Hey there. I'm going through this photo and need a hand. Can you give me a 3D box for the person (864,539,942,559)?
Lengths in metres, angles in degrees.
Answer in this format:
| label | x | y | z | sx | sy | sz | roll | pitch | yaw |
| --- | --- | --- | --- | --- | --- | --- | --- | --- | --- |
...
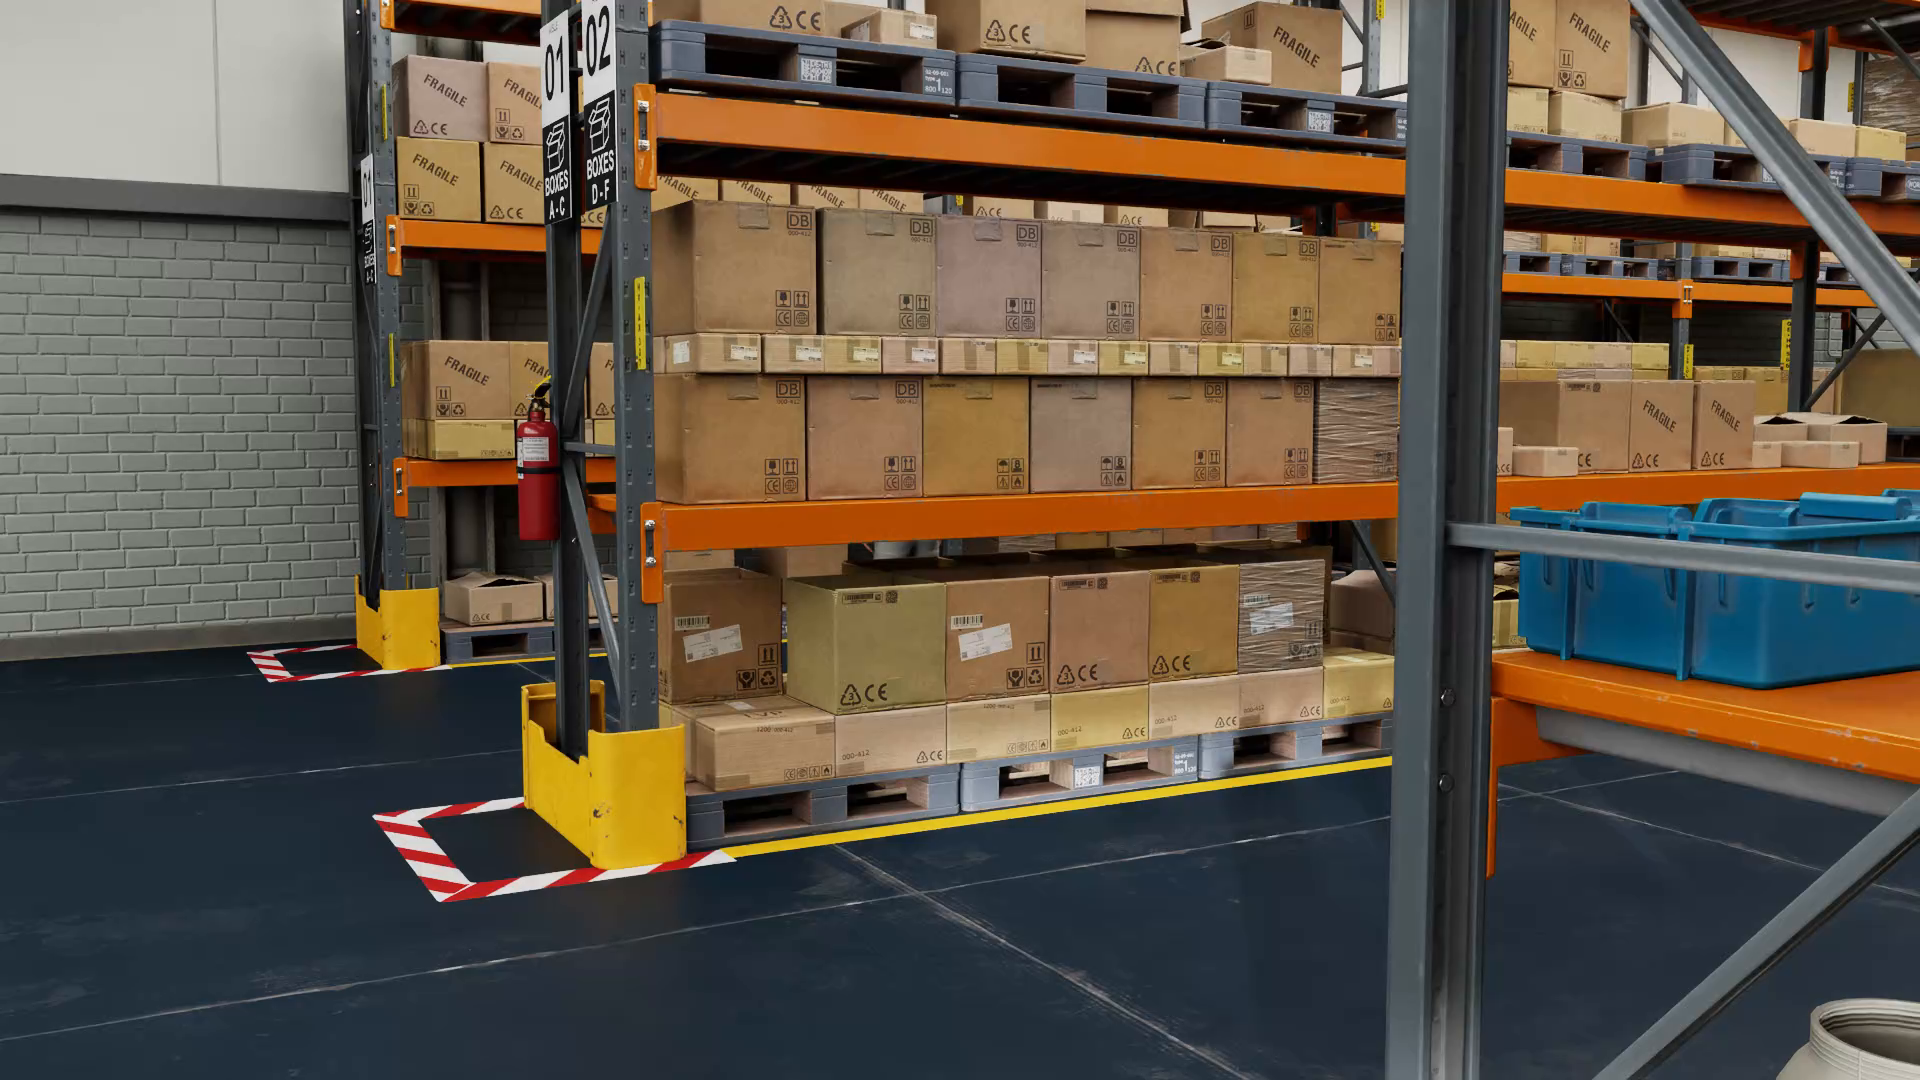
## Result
| label | x | y | z | sx | sy | sz | roll | pitch | yaw |
| --- | --- | --- | --- | --- | --- | --- | --- | --- | --- |
| person | -0.340 | -0.081 | 10.646 | 0.585 | 1.745 | 0.432 | -3 | 6 | -29 |
